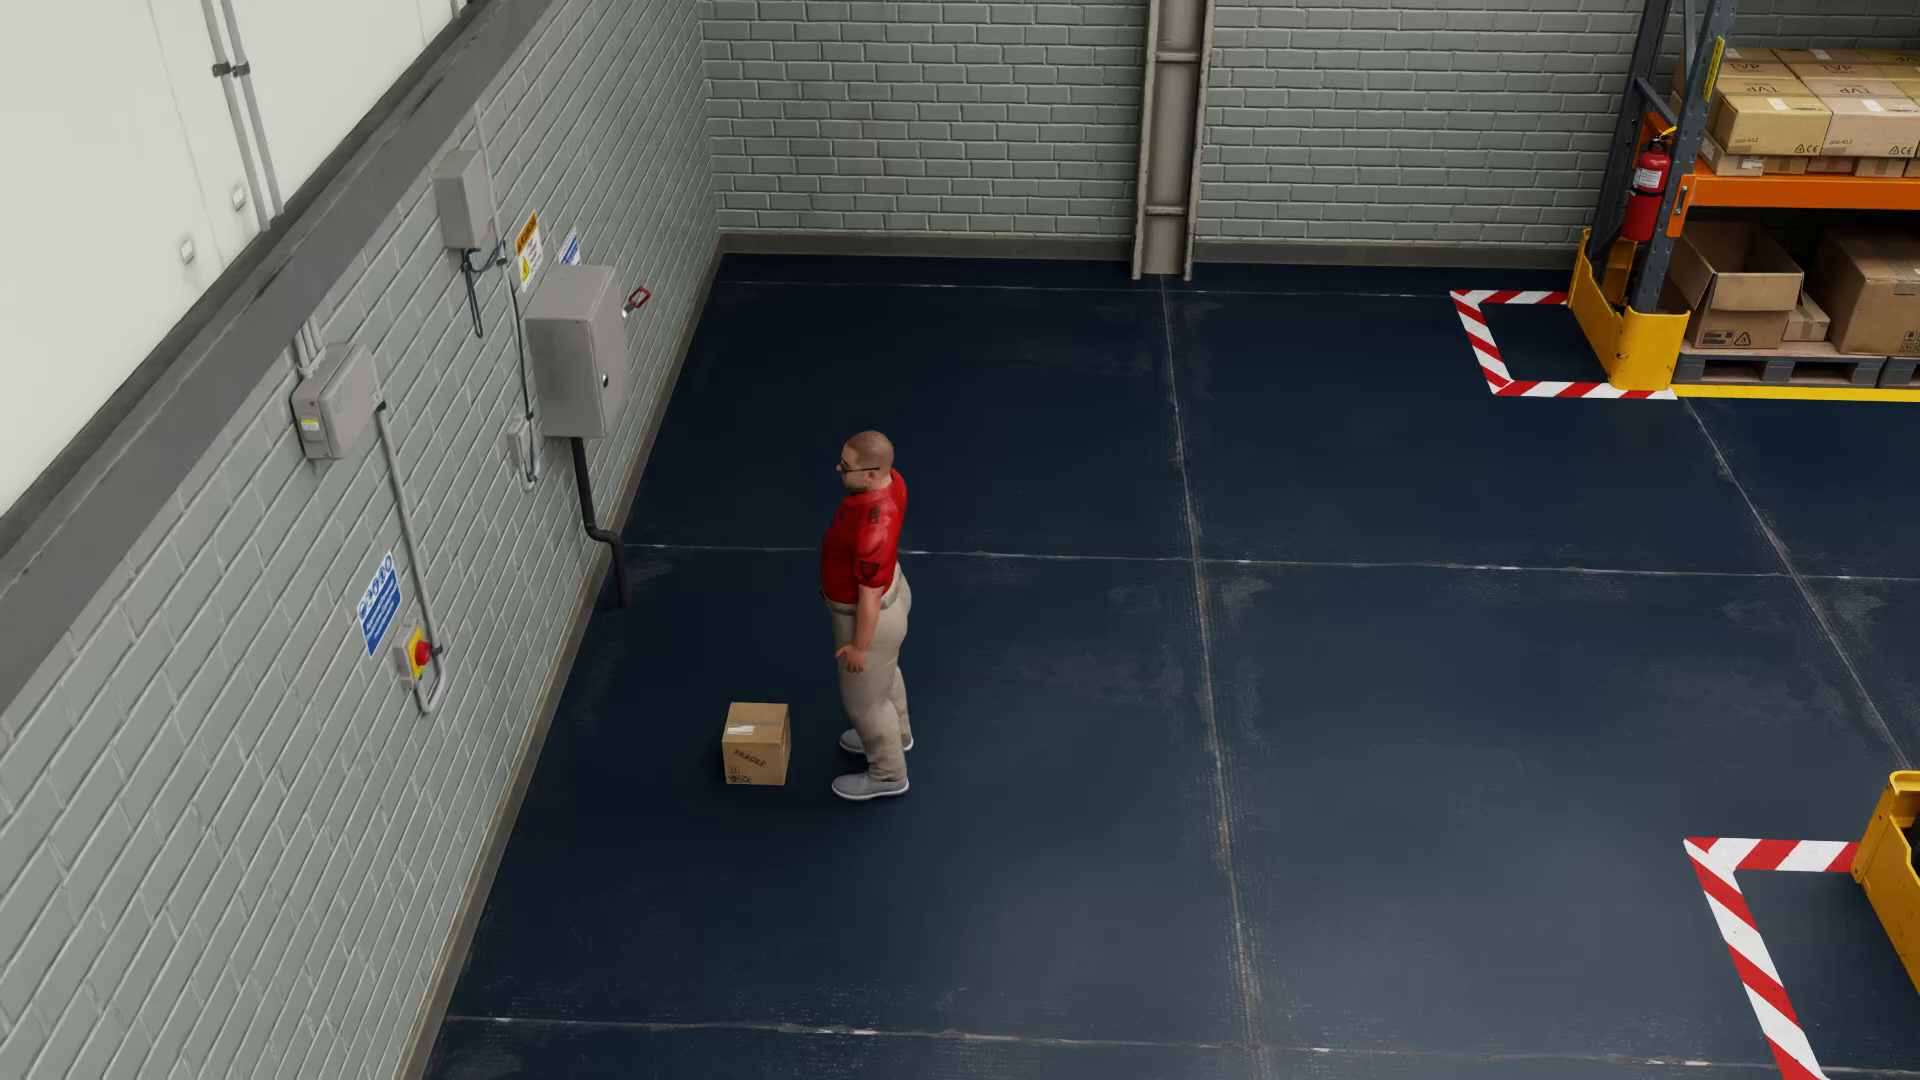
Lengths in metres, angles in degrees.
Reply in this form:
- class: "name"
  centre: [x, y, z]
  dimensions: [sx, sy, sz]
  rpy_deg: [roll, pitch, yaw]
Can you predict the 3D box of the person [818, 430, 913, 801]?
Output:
- class: "person"
  centre: [-0.385, 0.341, 6.741]
  dimensions: [0.361, 1.628, 0.526]
  rpy_deg: [2, 36, 3]
